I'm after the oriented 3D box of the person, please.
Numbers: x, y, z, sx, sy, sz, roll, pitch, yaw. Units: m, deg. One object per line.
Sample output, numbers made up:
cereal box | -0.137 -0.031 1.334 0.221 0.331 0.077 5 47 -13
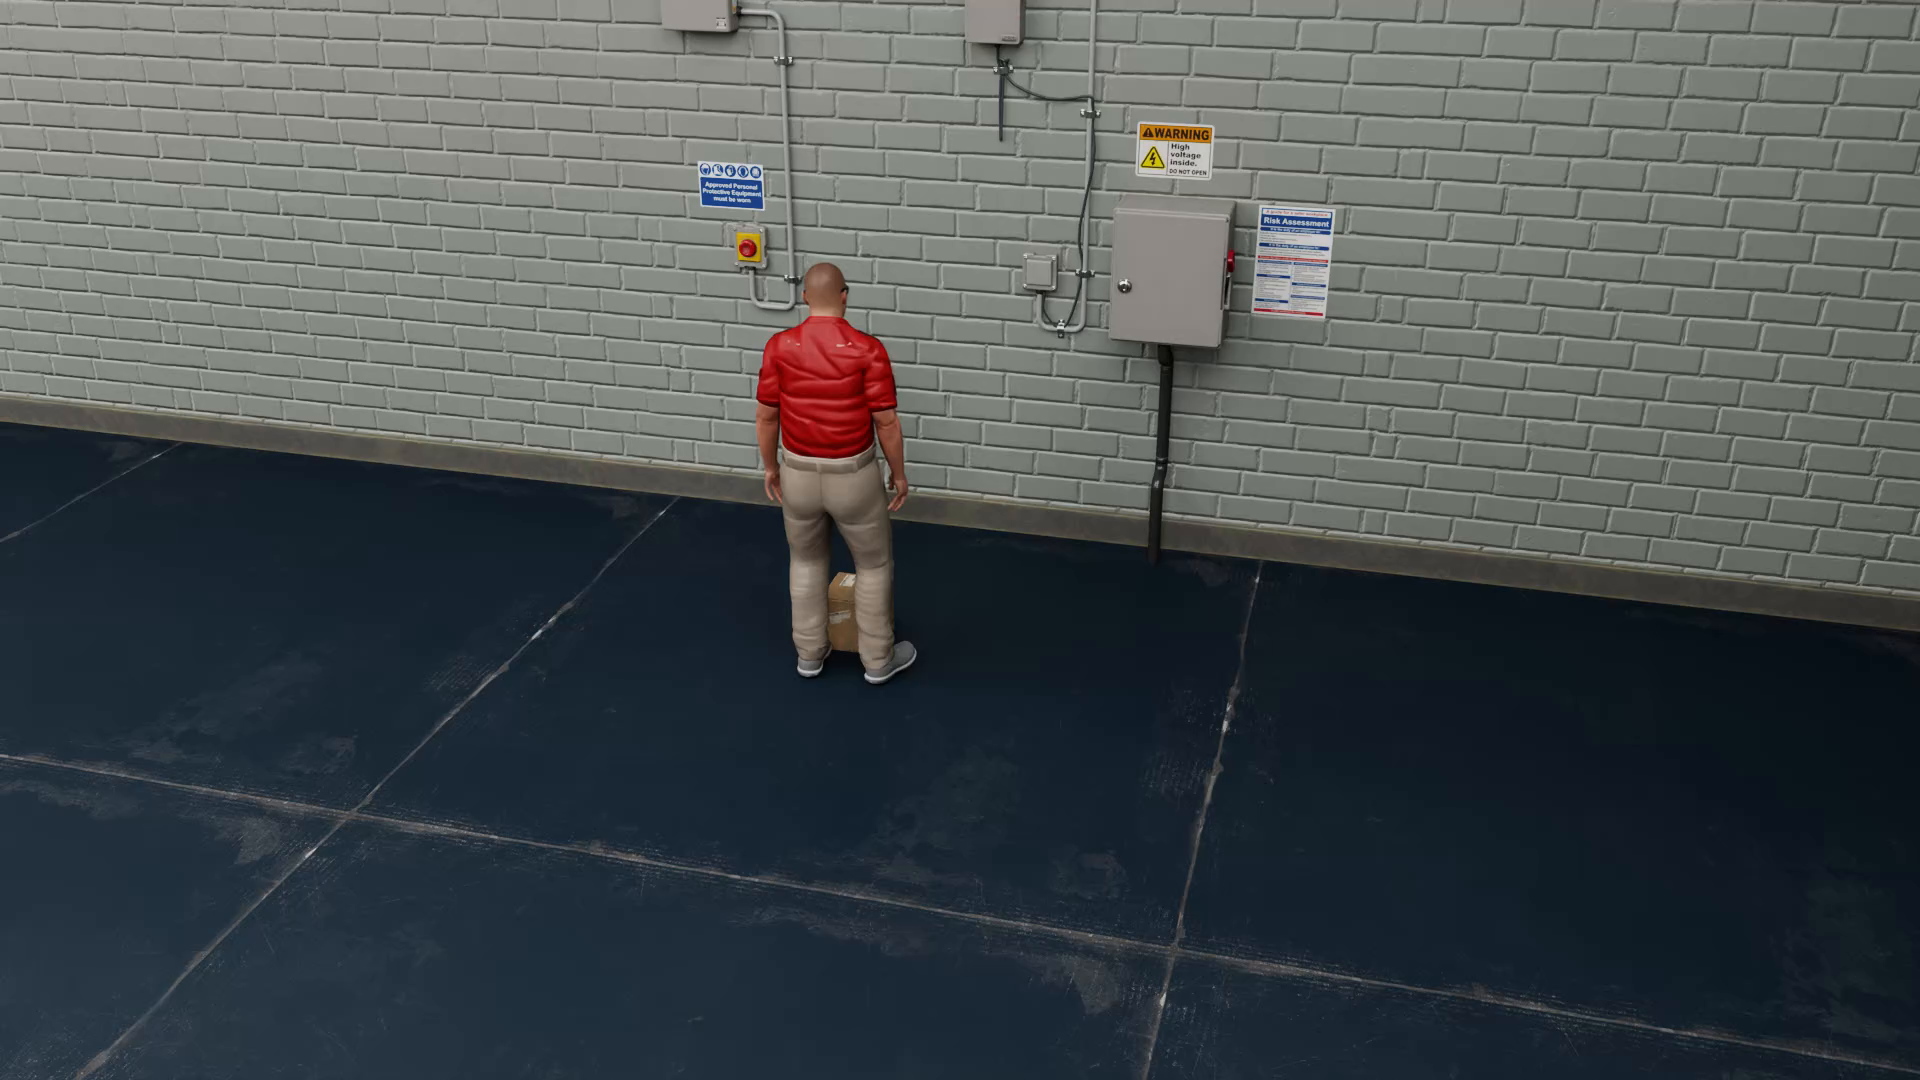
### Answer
person | -0.505 -0.248 6.652 0.603 1.728 0.384 5 26 11
